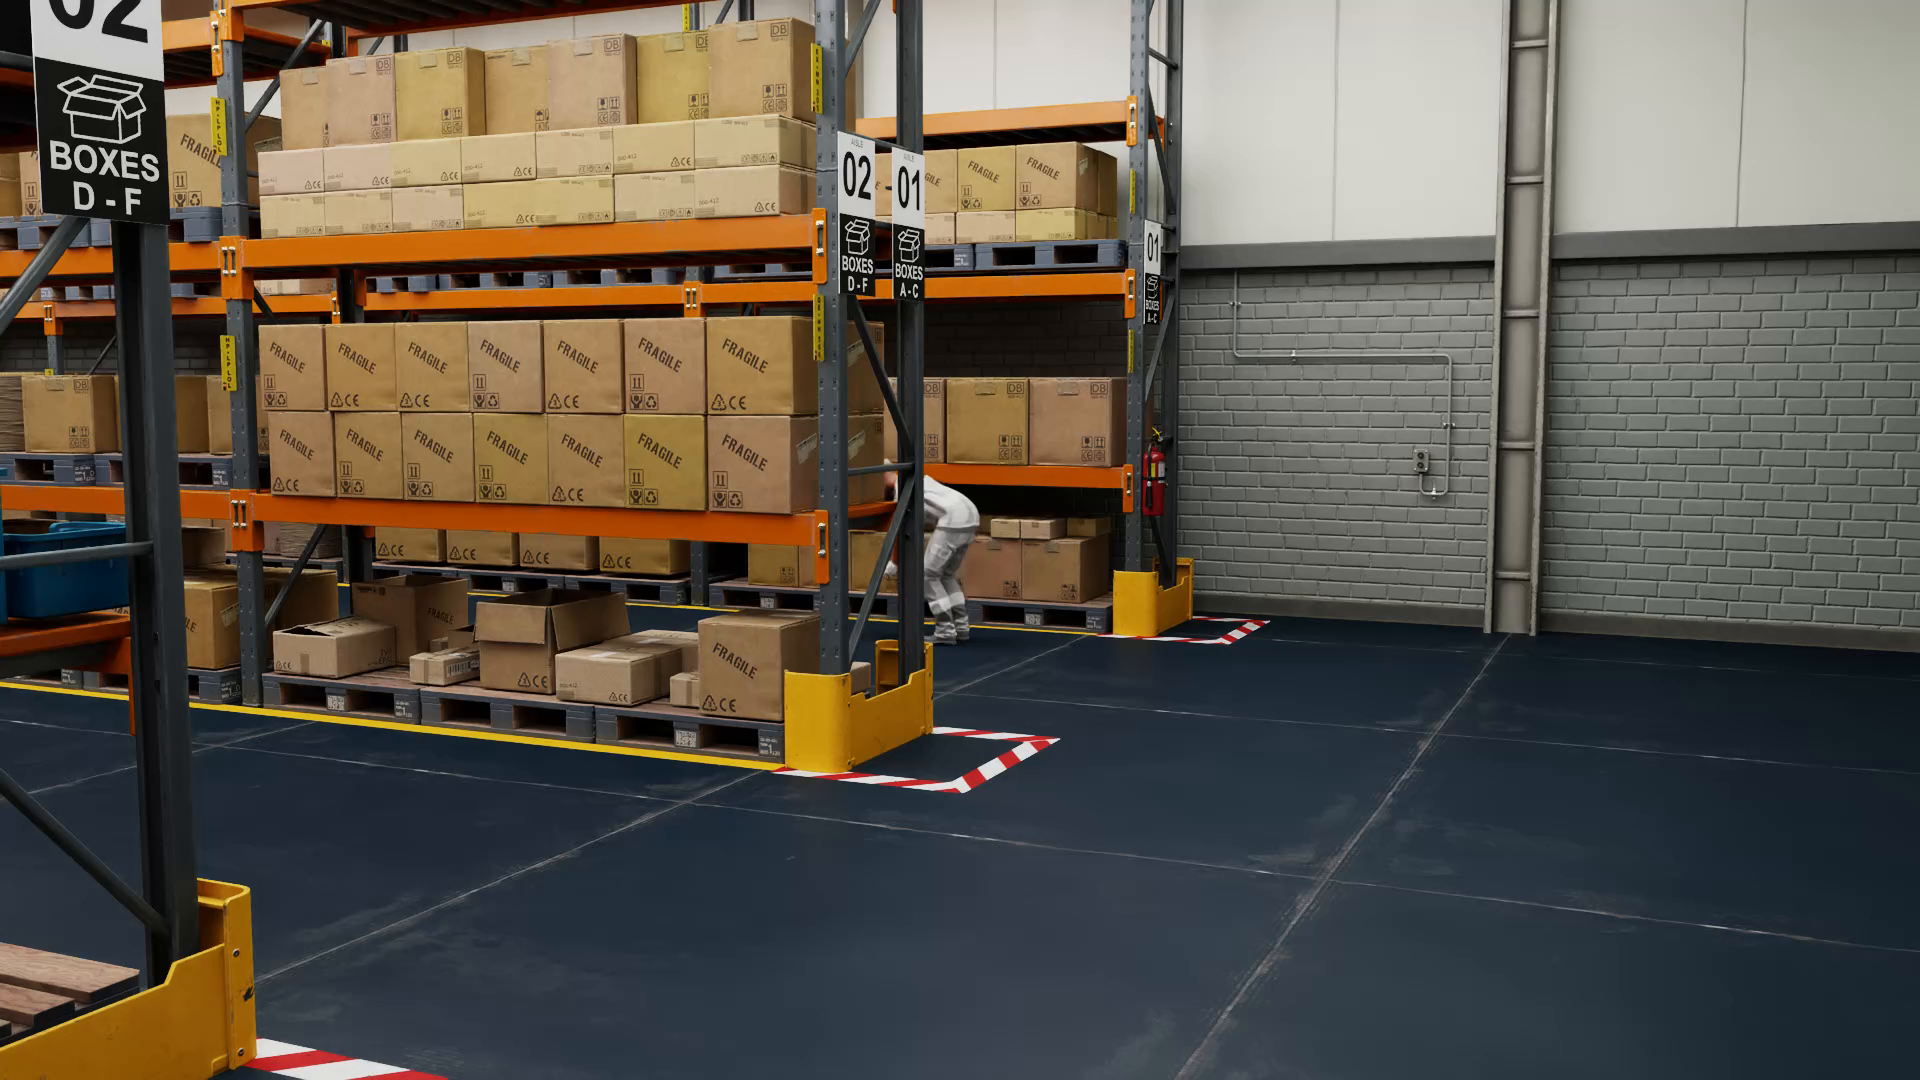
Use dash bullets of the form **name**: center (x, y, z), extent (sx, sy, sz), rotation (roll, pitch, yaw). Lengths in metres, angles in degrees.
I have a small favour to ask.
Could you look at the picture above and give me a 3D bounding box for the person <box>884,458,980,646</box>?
- **person**: center (-0.292, 0.074, 12.634), extent (0.888, 1.392, 0.498), rotation (2, 6, 22)
